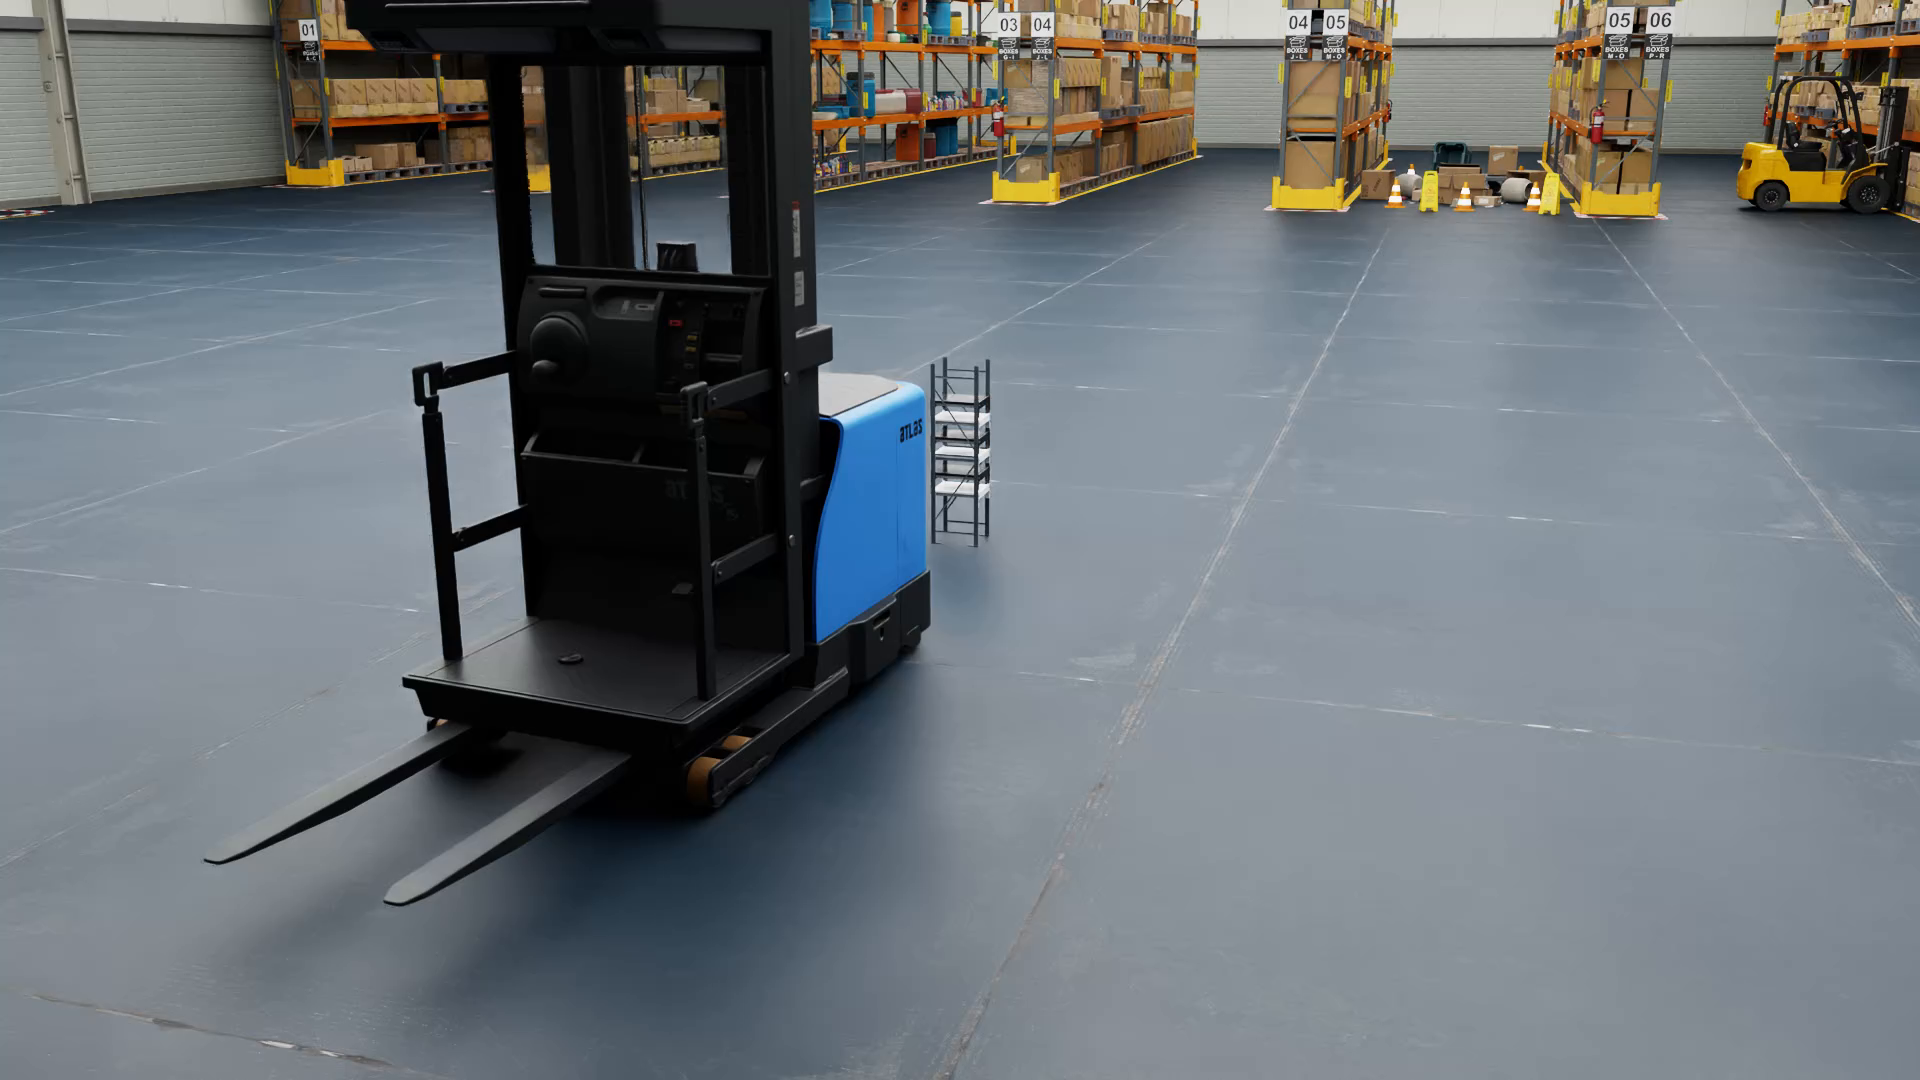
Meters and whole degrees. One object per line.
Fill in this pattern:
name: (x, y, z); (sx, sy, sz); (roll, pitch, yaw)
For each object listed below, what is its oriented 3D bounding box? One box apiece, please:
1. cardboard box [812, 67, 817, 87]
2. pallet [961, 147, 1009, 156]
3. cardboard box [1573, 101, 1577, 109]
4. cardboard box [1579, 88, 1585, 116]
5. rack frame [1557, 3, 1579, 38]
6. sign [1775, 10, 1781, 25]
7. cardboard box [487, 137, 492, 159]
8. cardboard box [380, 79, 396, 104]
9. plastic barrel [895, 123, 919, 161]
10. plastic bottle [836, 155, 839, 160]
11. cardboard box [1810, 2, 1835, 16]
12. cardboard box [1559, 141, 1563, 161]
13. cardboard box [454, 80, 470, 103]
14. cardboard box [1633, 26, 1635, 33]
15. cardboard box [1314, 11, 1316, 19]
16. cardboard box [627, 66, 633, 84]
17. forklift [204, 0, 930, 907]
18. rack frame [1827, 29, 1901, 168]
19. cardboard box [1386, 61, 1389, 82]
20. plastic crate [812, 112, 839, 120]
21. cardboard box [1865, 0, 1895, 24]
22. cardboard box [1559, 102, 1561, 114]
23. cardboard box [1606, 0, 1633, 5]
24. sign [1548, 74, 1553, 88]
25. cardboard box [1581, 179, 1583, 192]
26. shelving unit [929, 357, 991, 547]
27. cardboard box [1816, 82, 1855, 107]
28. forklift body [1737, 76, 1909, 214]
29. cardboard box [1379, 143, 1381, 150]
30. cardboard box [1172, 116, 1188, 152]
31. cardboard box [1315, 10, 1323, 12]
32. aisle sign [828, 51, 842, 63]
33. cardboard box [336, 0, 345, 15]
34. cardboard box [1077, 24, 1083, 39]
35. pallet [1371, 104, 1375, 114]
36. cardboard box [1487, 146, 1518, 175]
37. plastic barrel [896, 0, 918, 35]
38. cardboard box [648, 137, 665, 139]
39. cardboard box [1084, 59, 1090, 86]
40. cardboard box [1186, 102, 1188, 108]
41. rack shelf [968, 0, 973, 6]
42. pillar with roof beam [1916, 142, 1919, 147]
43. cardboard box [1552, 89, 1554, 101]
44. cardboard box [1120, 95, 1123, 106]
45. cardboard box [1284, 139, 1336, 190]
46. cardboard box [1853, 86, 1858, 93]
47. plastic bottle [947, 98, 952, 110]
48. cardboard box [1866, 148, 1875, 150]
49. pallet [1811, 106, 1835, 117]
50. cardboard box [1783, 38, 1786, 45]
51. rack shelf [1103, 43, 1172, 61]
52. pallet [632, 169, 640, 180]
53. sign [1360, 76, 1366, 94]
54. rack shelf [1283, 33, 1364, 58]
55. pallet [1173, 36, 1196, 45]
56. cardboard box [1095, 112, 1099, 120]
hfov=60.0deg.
cardboard box: (-4.089, -12.425, 44.623); (0.500, 0.500, 0.500); (5, 17, 18)
pallet: (0.682, -10.497, 44.951); (1.003, 0.211, 1.213); (5, 16, 16)
cardboard box: (12.327, -8.607, 32.867); (0.380, 0.149, 0.250); (5, 17, 16)
cardboard box: (11.401, -7.857, 29.805); (0.500, 0.500, 0.500); (5, 16, 16)
rack frame: (15.203, -13.785, 40.438); (1.000, 3.000, 0.127); (5, 16, 16)
sign: (19.443, -12.420, 39.523); (0.100, 0.325, 0.005); (5, 16, 16)
cardboard box: (-11.345, -9.285, 39.343); (0.700, 0.500, 0.500); (5, 16, 16)
cardboard box: (-12.230, -9.433, 34.952); (0.500, 0.500, 0.500); (5, 17, 18)
plastic barrel: (-1.198, -9.246, 38.636); (0.600, 0.830, 0.708); (5, 16, 16)
plastic bottle: (-2.502, -7.669, 33.920); (0.144, 0.351, 0.185); (5, 16, 16)
cardboard box: (18.406, -11.331, 35.488); (0.396, 0.266, 0.258); (4, 16, 15)
cardboard box: (14.348, -8.978, 38.410); (0.875, 0.438, 0.875); (4, 16, 15)
cardboard box: (-11.613, -10.216, 37.860); (0.700, 0.500, 0.500); (6, 17, 22)
cardboard box: (11.277, -8.375, 27.324); (0.380, 0.149, 0.250); (4, 16, 14)
cardboard box: (5.868, -8.955, 28.415); (0.380, 0.149, 0.250); (5, 17, 16)
cardboard box: (-7.325, -9.853, 35.008); (0.700, 0.500, 0.500); (5, 17, 16)
forklift: (-1.153, -0.682, 5.364); (1.130, 2.935, 3.031); (6, 17, 22)
rack frame: (17.690, -8.422, 32.524); (1.000, 3.000, 0.127); (5, 16, 16)
cardboard box: (10.254, -11.520, 40.887); (0.500, 0.500, 0.500); (6, 17, 19)
plastic crate: (-2.676, -8.341, 32.721); (0.530, 0.136, 0.437); (5, 16, 16)
cardboard box: (16.961, -9.726, 30.490); (0.500, 0.500, 0.500); (5, 17, 17)
cardboard box: (13.543, -9.550, 36.777); (0.500, 0.250, 0.500); (4, 16, 15)
cardboard box: (10.469, -8.530, 26.408); (0.380, 0.149, 0.250); (5, 17, 16)
sign: (14.673, -11.398, 41.285); (0.100, 0.325, 0.005); (5, 16, 16)
cardboard box: (10.783, -5.959, 28.112); (0.500, 0.250, 0.500); (5, 16, 16)
shelving unit: (0.002, -0.435, 8.214); (0.258, 0.900, 0.210); (5, 16, 16)
cardboard box: (17.977, -9.115, 34.009); (0.797, 0.503, 0.637); (4, 16, 15)
forklift body: (14.206, -6.558, 27.509); (2.313, 2.155, 1.214); (5, 16, 16)
cardboard box: (10.129, -9.657, 40.789); (0.380, 0.149, 0.250); (5, 17, 16)
cardboard box: (5.338, -10.435, 42.747); (0.875, 0.875, 0.875); (5, 16, 16)
cardboard box: (5.896, -9.115, 28.248); (0.500, 0.250, 0.500); (5, 16, 16)
aisle sign: (-3.482, -13.681, 46.303); (0.394, 0.787, 0.004); (5, 16, 16)
cardboard box: (-12.559, -10.825, 33.447); (0.500, 0.500, 0.500); (4, 16, 15)
cardboard box: (1.968, -9.359, 30.608); (0.500, 0.250, 0.500); (5, 17, 18)
pallet: (8.679, -9.592, 37.001); (1.003, 0.211, 1.213); (5, 16, 16)
cardboard box: (10.078, -7.051, 30.885); (0.500, 0.500, 0.500); (5, 16, 16)
plastic barrel: (-1.156, -11.958, 37.939); (0.600, 0.830, 0.708); (5, 16, 16)
cardboard box: (-6.933, -8.972, 37.707); (0.500, 0.311, 0.500); (4, 16, 15)
cardboard box: (2.144, -8.799, 31.294); (0.500, 0.500, 0.500); (5, 16, 16)
cardboard box: (5.628, -11.160, 42.640); (0.380, 0.149, 0.250); (4, 16, 15)
rack shelf: (-0.752, -12.829, 39.120); (1.077, 0.370, 4.000); (5, 16, 16)
pillar with roof beam: (14.056, -11.231, 31.434); (9.100, 9.000, 0.400); (5, 16, 16)
cardboard box: (14.675, -10.709, 40.405); (0.500, 0.500, 0.500); (4, 16, 15)
cardboard box: (3.214, -9.254, 34.936); (0.396, 0.266, 0.258); (4, 16, 14)
cardboard box: (6.011, -6.433, 28.635); (0.875, 0.875, 0.875); (5, 17, 16)
cardboard box: (17.132, -8.513, 31.474); (0.380, 0.149, 0.250); (5, 17, 16)
plastic bottle: (-0.271, -10.554, 40.270); (0.152, 0.276, 0.135); (5, 16, 16)
cardboard box: (17.130, -6.972, 30.994); (0.875, 0.625, 0.625); (4, 16, 14)
pallet: (18.238, -8.839, 34.346); (1.003, 0.211, 1.213); (5, 16, 16)
cardboard box: (19.342, -11.578, 38.615); (0.380, 0.149, 0.250); (5, 17, 17)
rack shelf: (3.997, -11.194, 38.121); (1.077, 0.370, 4.000); (5, 16, 16)
pallet: (-7.471, -7.751, 35.268); (1.003, 0.211, 1.213); (5, 16, 16)
sign: (7.551, -8.529, 31.169); (0.100, 0.325, 0.005); (5, 16, 16)
rack shelf: (6.450, -8.690, 29.293); (1.077, 0.370, 4.000); (5, 16, 16)
pallet: (5.501, -12.873, 42.882); (1.003, 0.211, 1.213); (5, 16, 16)
cardboard box: (2.512, -8.328, 32.653); (0.380, 0.149, 0.250); (5, 16, 16)
